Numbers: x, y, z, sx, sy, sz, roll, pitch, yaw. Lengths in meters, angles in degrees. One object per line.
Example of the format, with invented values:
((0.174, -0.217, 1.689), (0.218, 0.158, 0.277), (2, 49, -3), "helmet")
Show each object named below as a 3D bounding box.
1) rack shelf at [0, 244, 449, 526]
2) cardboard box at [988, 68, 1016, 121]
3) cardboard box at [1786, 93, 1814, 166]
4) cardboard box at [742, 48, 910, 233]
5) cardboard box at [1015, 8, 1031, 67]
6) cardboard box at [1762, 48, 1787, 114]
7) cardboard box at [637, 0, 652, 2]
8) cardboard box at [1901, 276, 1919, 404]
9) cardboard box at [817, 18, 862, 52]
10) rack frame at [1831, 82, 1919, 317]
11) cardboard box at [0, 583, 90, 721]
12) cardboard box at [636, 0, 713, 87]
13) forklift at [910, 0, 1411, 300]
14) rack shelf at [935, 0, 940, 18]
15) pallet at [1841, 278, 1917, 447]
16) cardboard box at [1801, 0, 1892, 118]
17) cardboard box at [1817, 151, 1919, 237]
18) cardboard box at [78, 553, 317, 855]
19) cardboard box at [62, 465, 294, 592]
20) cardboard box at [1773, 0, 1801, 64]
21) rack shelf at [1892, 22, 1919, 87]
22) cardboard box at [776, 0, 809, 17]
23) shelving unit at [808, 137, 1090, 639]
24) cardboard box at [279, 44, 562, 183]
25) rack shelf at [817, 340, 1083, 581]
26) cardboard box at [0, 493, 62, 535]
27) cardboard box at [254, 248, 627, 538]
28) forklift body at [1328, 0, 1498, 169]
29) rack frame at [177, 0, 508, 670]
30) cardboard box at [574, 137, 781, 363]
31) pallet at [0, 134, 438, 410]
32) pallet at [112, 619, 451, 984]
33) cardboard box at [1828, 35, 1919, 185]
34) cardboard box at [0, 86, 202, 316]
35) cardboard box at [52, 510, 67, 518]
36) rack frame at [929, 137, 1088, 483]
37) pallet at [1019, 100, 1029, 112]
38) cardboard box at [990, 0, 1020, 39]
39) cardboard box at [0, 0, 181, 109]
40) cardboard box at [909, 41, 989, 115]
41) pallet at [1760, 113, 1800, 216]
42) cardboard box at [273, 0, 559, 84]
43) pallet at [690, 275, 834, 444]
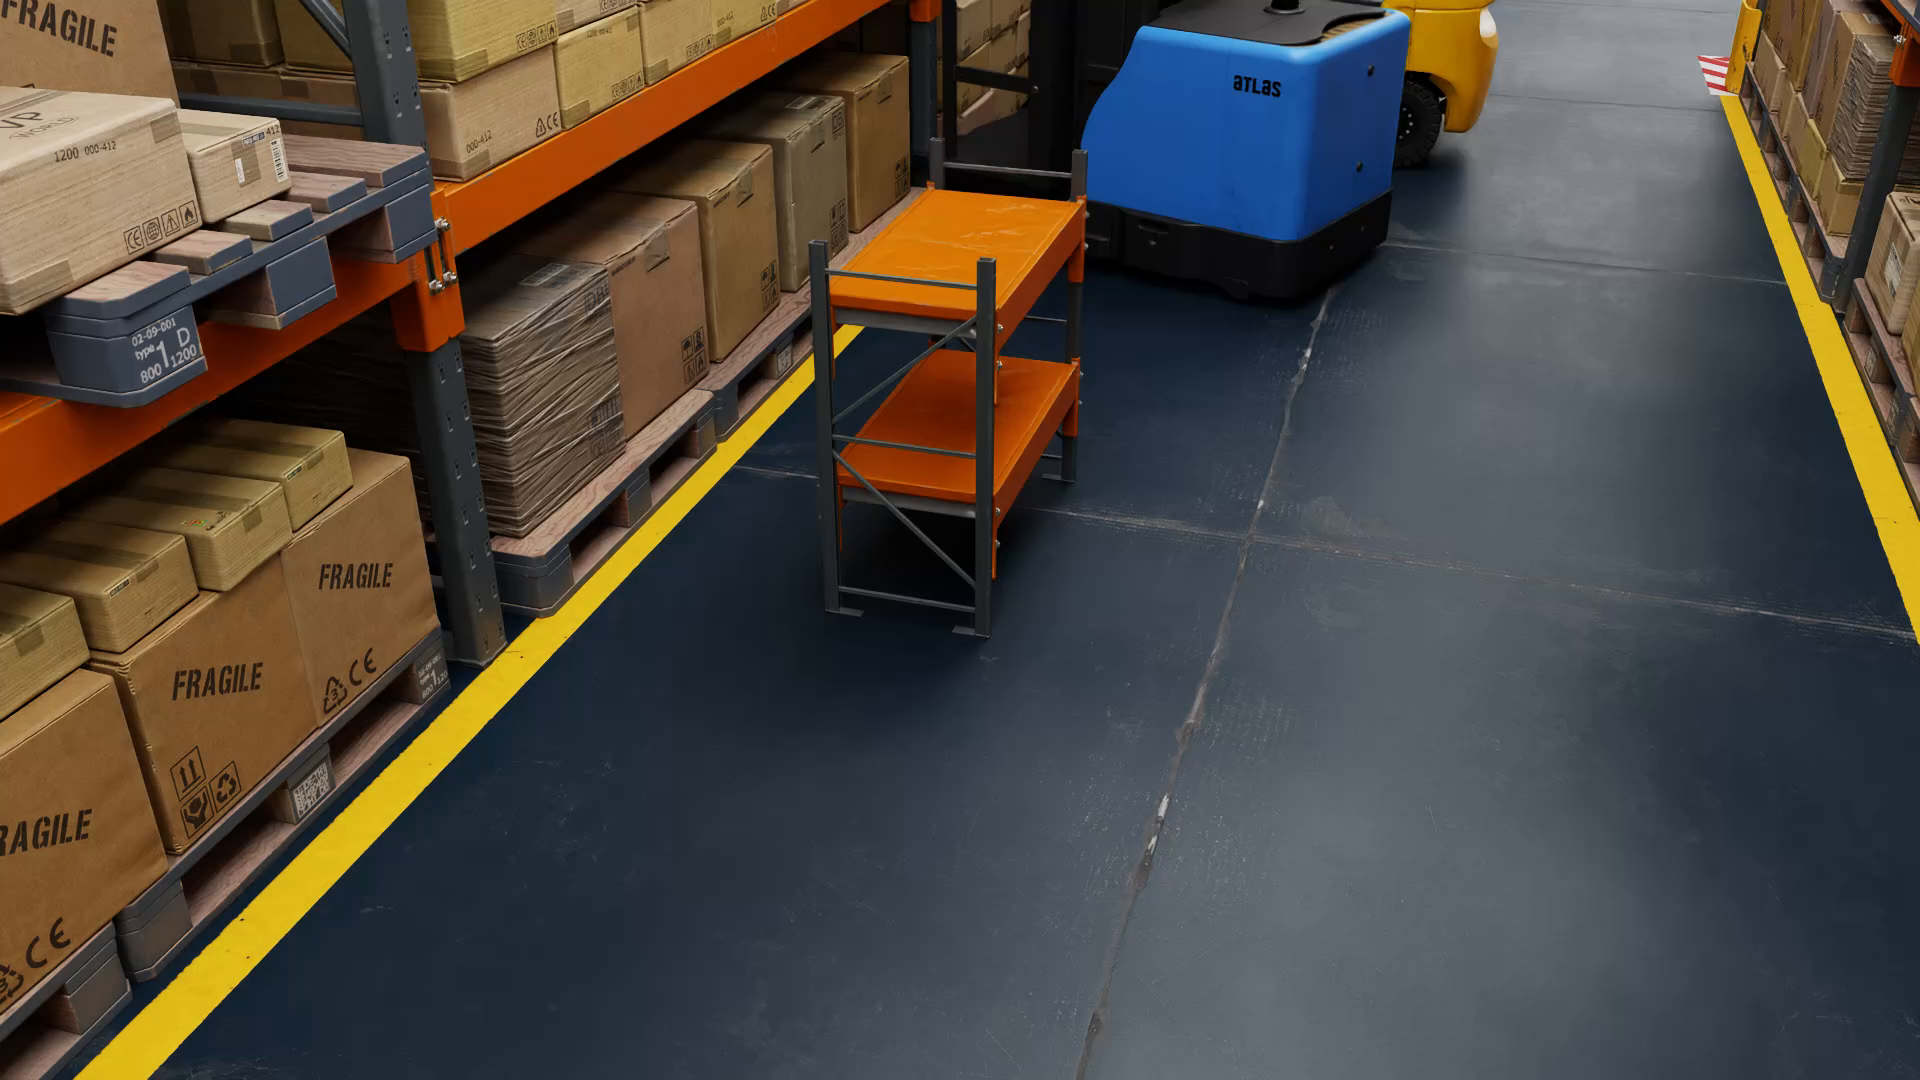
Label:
((-2.362, 0.192, 2.559), (1.077, 0.370, 4.000), (8, 30, 15), "rack shelf")
((-0.008, -2.308, 8.710), (0.500, 0.250, 0.500), (8, 30, 14), "cardboard box")
((4.362, -1.983, 8.126), (0.500, 0.250, 0.500), (9, 30, 16), "cardboard box")
((-0.744, -1.812, 7.433), (0.875, 0.625, 0.625), (10, 31, 17), "cardboard box")
((0.141, -2.758, 9.004), (0.500, 0.250, 0.500), (8, 30, 14), "cardboard box")
((4.661, -2.473, 9.007), (0.500, 0.250, 0.500), (10, 30, 17), "cardboard box")
((-1.092, -1.849, 5.128), (0.500, 0.250, 0.500), (8, 30, 14), "cardboard box")
((3.786, -0.660, 5.623), (0.950, 0.372, 0.625), (10, 31, 18), "cardboard box")
((-0.642, -2.586, 8.180), (0.500, 0.250, 0.500), (9, 30, 16), "cardboard box")
((4.145, -2.204, 6.126), (1.000, 3.000, 0.127), (8, 30, 15), "rack frame")
((-1.969, 0.203, 3.272), (0.380, 0.149, 0.250), (9, 30, 16), "cardboard box")
((-1.114, -1.631, 5.250), (0.500, 0.250, 0.500), (8, 30, 13), "cardboard box")
((0.464, -2.852, 7.362), (3.031, 2.935, 1.130), (20, 35, 32), "forklift")
((-0.014, -3.526, 9.242), (1.077, 0.370, 4.000), (8, 30, 15), "rack shelf")
((3.918, -0.623, 6.153), (1.003, 0.211, 1.213), (8, 30, 15), "pallet")
((4.358, -2.301, 7.925), (0.500, 0.500, 0.500), (10, 31, 18), "cardboard box")
((4.062, -1.499, 7.255), (0.500, 0.250, 0.500), (10, 31, 17), "cardboard box")
((-1.851, 0.316, 3.736), (0.500, 0.500, 0.500), (8, 30, 14), "cardboard box")
((-1.729, -0.029, 3.689), (0.380, 0.149, 0.250), (7, 30, 12), "cardboard box")
((4.662, -2.782, 8.791), (0.500, 0.500, 0.500), (7, 30, 13), "cardboard box")
((3.558, -0.960, 4.630), (1.077, 0.370, 4.000), (8, 30, 15), "rack shelf")
((-0.816, -2.113, 6.116), (0.500, 0.250, 0.500), (9, 30, 15), "cardboard box")
((-0.002, -0.488, 4.971), (0.538, 1.125, 1.048), (8, 30, 15), "shelving unit")
((-1.411, -1.157, 4.399), (0.500, 0.250, 0.500), (9, 30, 15), "cardboard box")
((-0.002, -0.275, 5.090), (0.538, 0.278, 1.000), (8, 30, 15), "rack shelf")
((-2.330, -0.109, 3.832), (0.380, 0.149, 0.250), (9, 30, 16), "cardboard box")
((-1.579, -0.485, 5.047), (0.875, 0.625, 0.625), (9, 30, 16), "cardboard box")
((1.760, -3.257, 8.892), (2.313, 2.155, 1.214), (8, 30, 15), "forklift body")
((-1.775, -1.052, 4.055), (1.000, 3.000, 0.127), (8, 30, 15), "rack frame")
((-1.197, -1.103, 6.158), (0.875, 0.625, 0.625), (7, 30, 13), "cardboard box")
((-1.907, -0.643, 3.517), (1.213, 0.211, 1.003), (8, 30, 15), "pallet")
((-2.030, 0.509, 4.119), (1.003, 0.211, 1.213), (8, 30, 15), "pallet")
((4.062, -1.827, 7.073), (0.500, 0.500, 0.500), (8, 30, 14), "cardboard box")
((-1.775, -0.633, 3.025), (0.500, 0.250, 0.500), (7, 30, 13), "cardboard box")
((-2.330, 0.238, 3.875), (0.500, 0.500, 0.500), (9, 30, 15), "cardboard box")
((0.147, -0.725, 5.396), (0.500, 1.125, 0.032), (8, 30, 15), "rack frame")
((0.029, -2.624, 9.750), (1.003, 0.211, 1.213), (8, 30, 15), "pallet")
((0.001, -2.746, 8.468), (0.500, 0.250, 0.500), (9, 30, 15), "cardboard box")
((-2.076, -1.062, 3.538), (0.500, 0.500, 0.500), (10, 31, 17), "cardboard box")
((-0.164, -2.292, 8.166), (0.500, 0.250, 0.500), (8, 30, 15), "cardboard box")
((4.665, -1.871, 8.397), (1.003, 0.211, 1.213), (8, 30, 15), "pallet")
((-1.388, -1.372, 4.271), (0.500, 0.250, 0.500), (8, 30, 15), "cardboard box")
((-1.136, -0.775, 6.426), (1.003, 0.211, 1.213), (8, 30, 15), "pallet")
